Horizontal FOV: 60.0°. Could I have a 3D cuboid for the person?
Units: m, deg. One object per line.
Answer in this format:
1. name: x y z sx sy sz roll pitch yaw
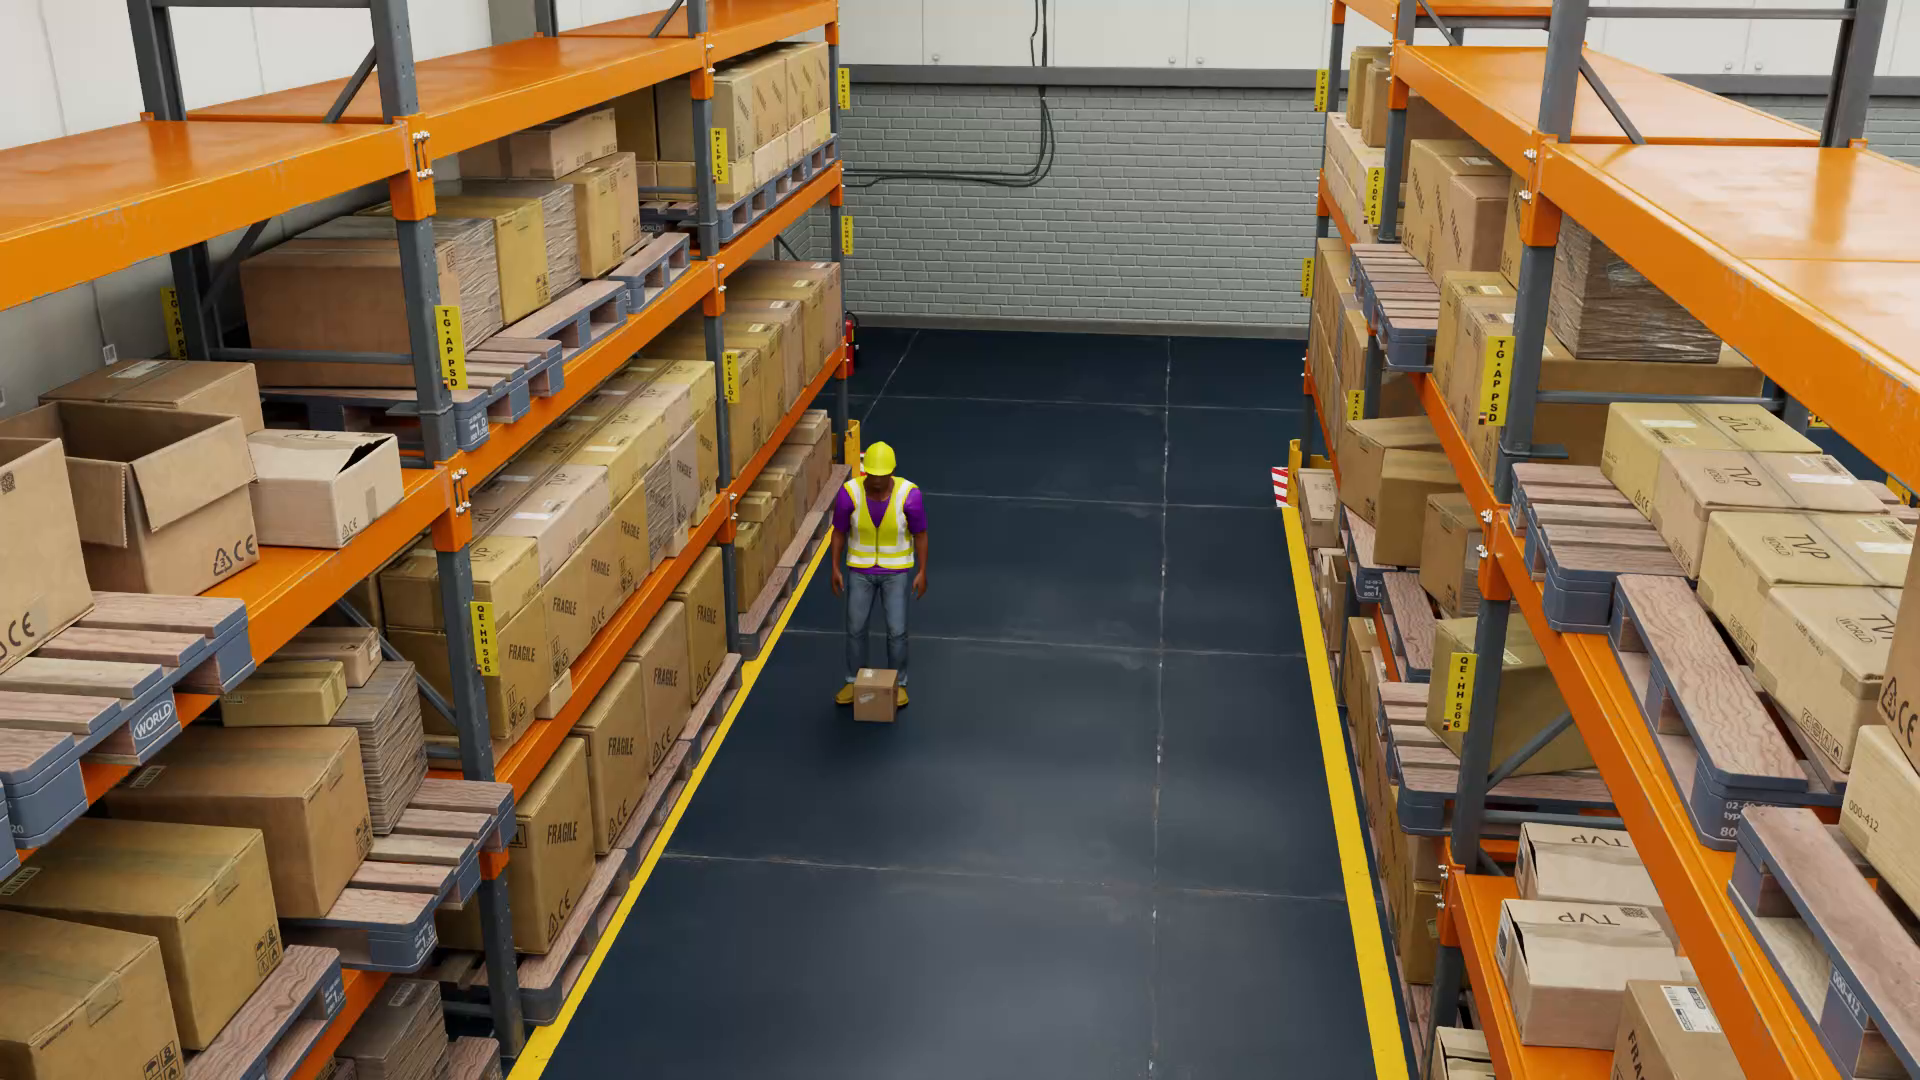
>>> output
1. person: -0.515 0.204 10.529 0.626 1.759 0.463 2 21 4
